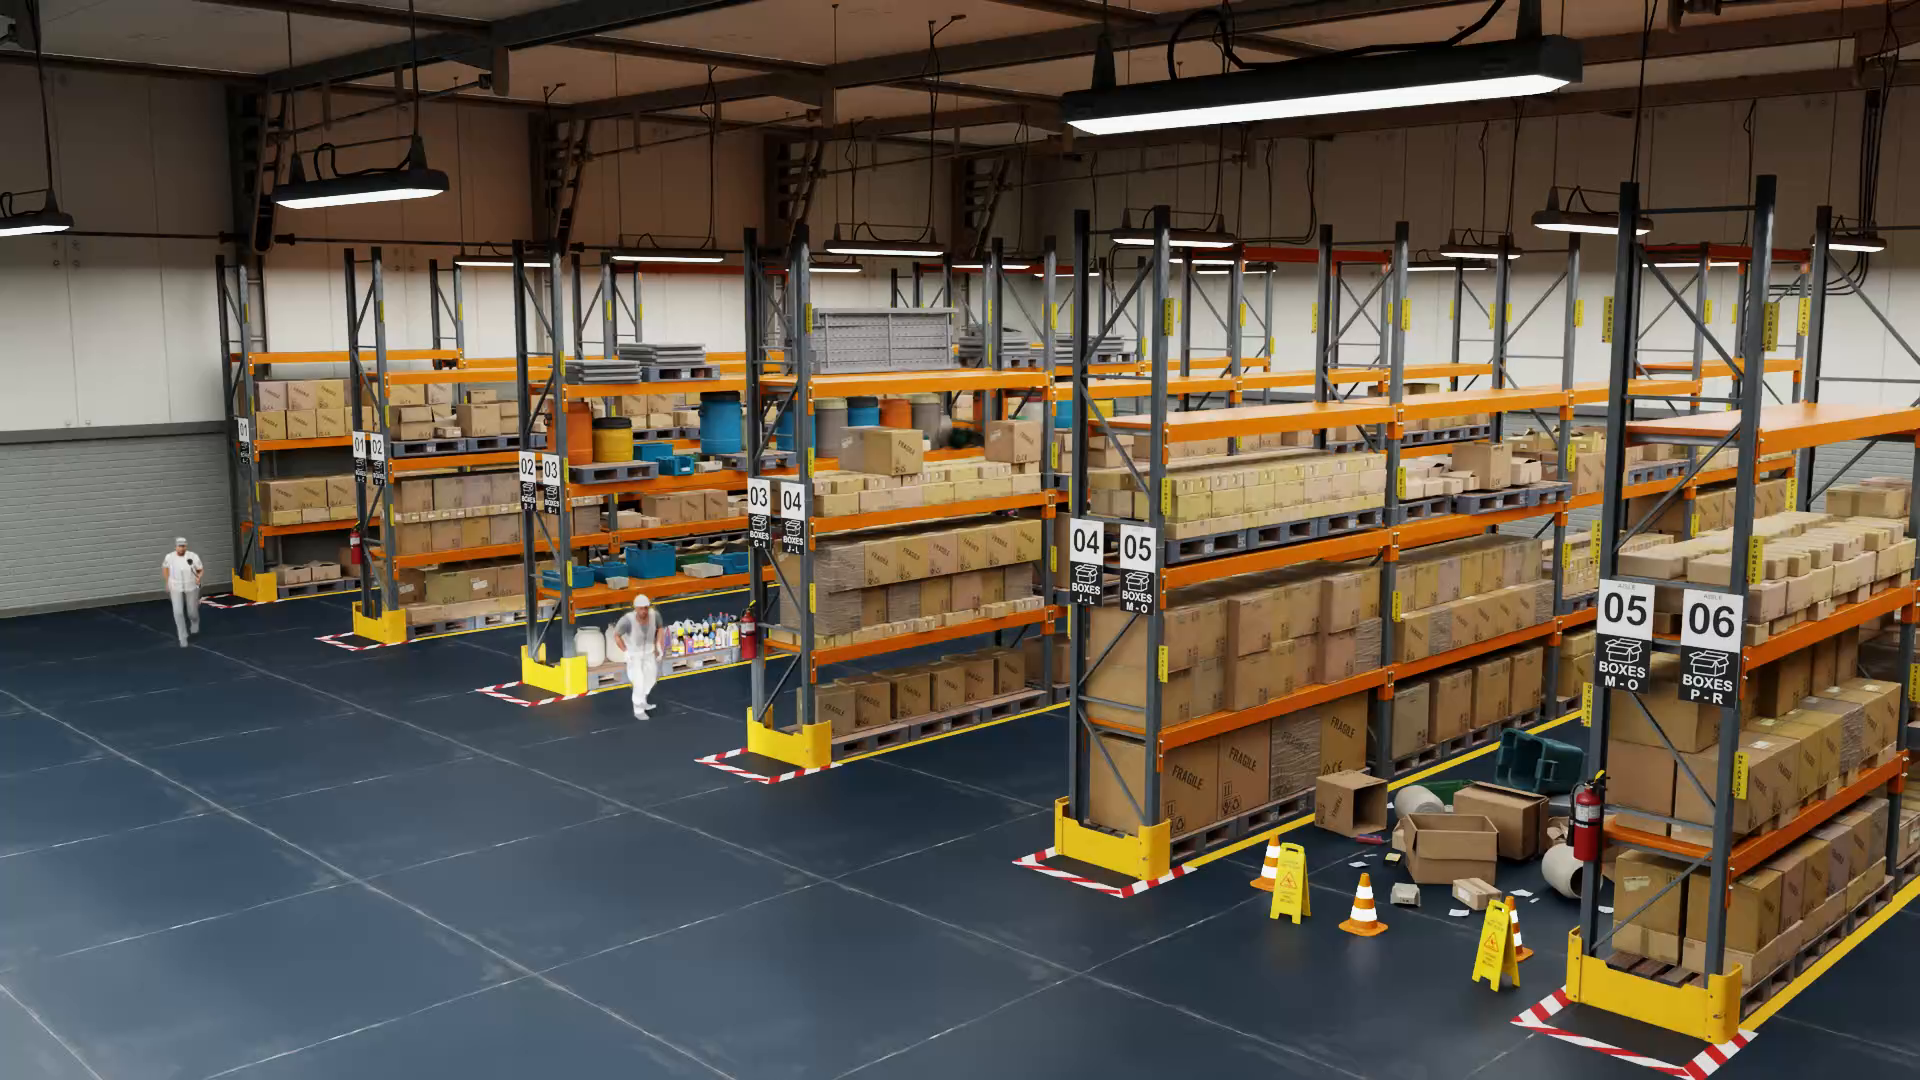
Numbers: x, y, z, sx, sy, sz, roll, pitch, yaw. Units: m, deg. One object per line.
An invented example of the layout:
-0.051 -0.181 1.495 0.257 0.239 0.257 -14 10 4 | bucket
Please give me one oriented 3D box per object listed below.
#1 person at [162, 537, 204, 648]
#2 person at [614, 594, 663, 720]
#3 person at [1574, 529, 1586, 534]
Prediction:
-11.880 0.769 25.472 0.586 1.675 0.876 -3 9 -22 | person
-3.999 1.434 20.754 0.690 1.637 0.902 -7 10 -39 | person
9.722 0.634 26.218 0.621 1.628 0.537 -7 10 -39 | person
